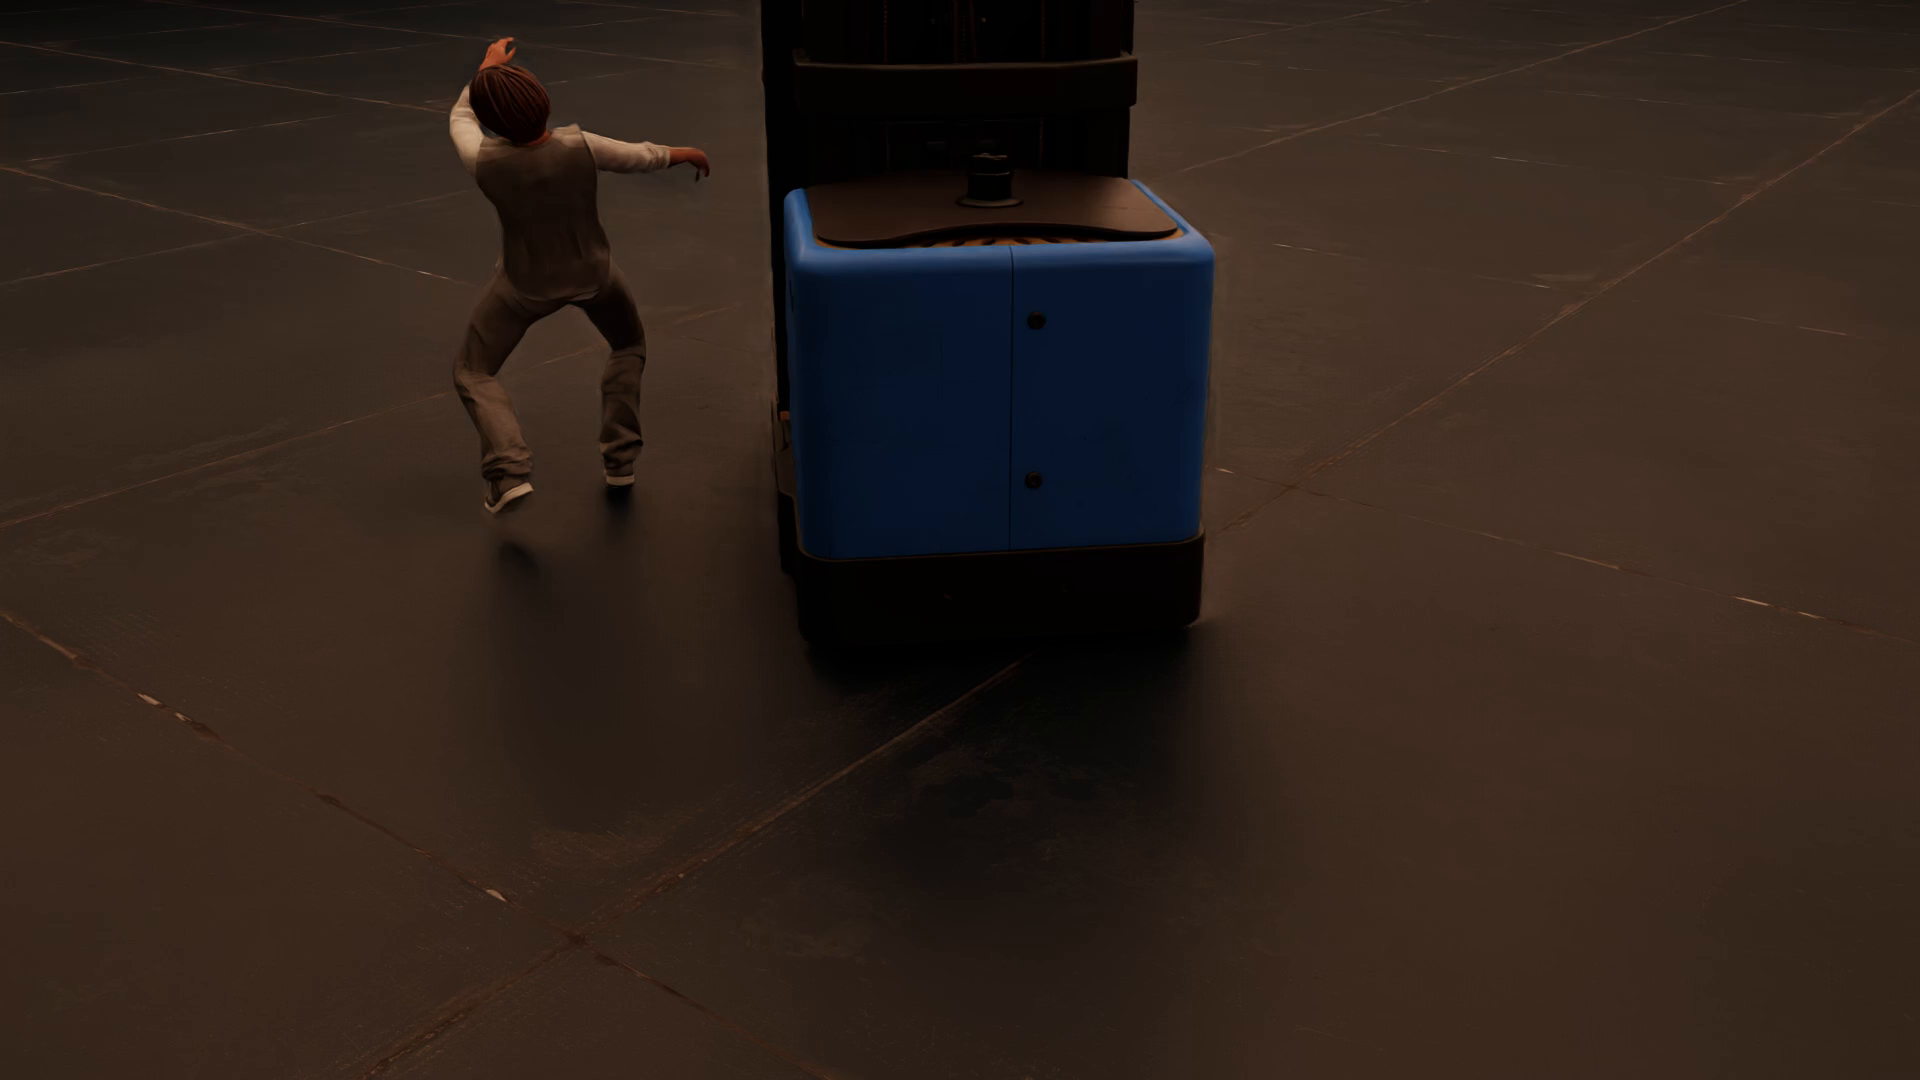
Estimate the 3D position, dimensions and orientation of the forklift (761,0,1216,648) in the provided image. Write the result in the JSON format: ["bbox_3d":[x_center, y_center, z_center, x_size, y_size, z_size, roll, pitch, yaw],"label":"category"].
[{"bbox_3d":[-0.067,-1.625,5.077,1.130,2.935,3.031,-3,24,-7],"label":"forklift"}]

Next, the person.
[{"bbox_3d":[-1.140,-0.816,5.134,0.917,1.366,0.686,-14,27,-28],"label":"person"}]
